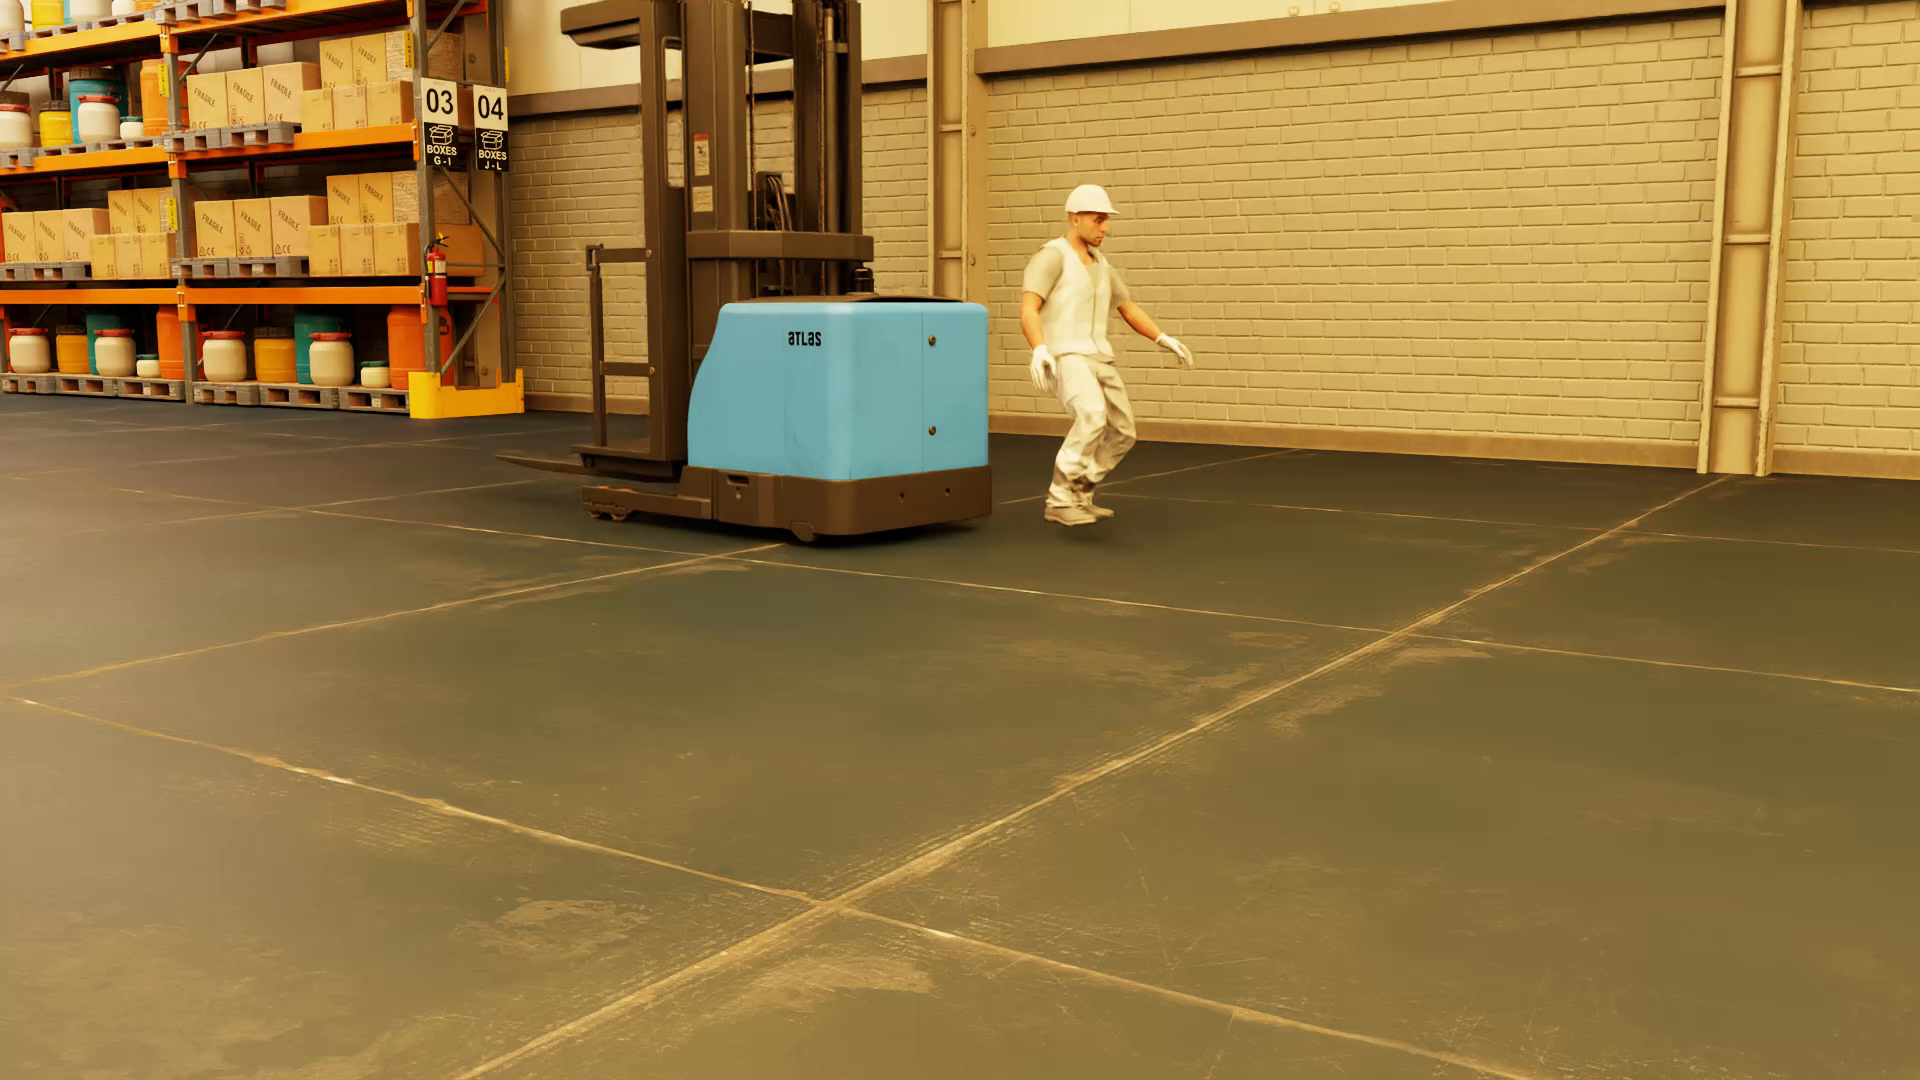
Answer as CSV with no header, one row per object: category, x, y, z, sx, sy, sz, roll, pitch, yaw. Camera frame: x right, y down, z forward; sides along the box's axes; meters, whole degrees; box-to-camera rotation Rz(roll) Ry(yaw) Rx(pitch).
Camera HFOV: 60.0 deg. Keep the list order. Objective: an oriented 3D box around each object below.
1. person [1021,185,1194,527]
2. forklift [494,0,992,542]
person,0.632,-0.871,8.008,0.729,1.646,0.974,8,11,43
forklift,-1.275,-1.592,8.385,3.031,2.935,1.130,7,11,42
